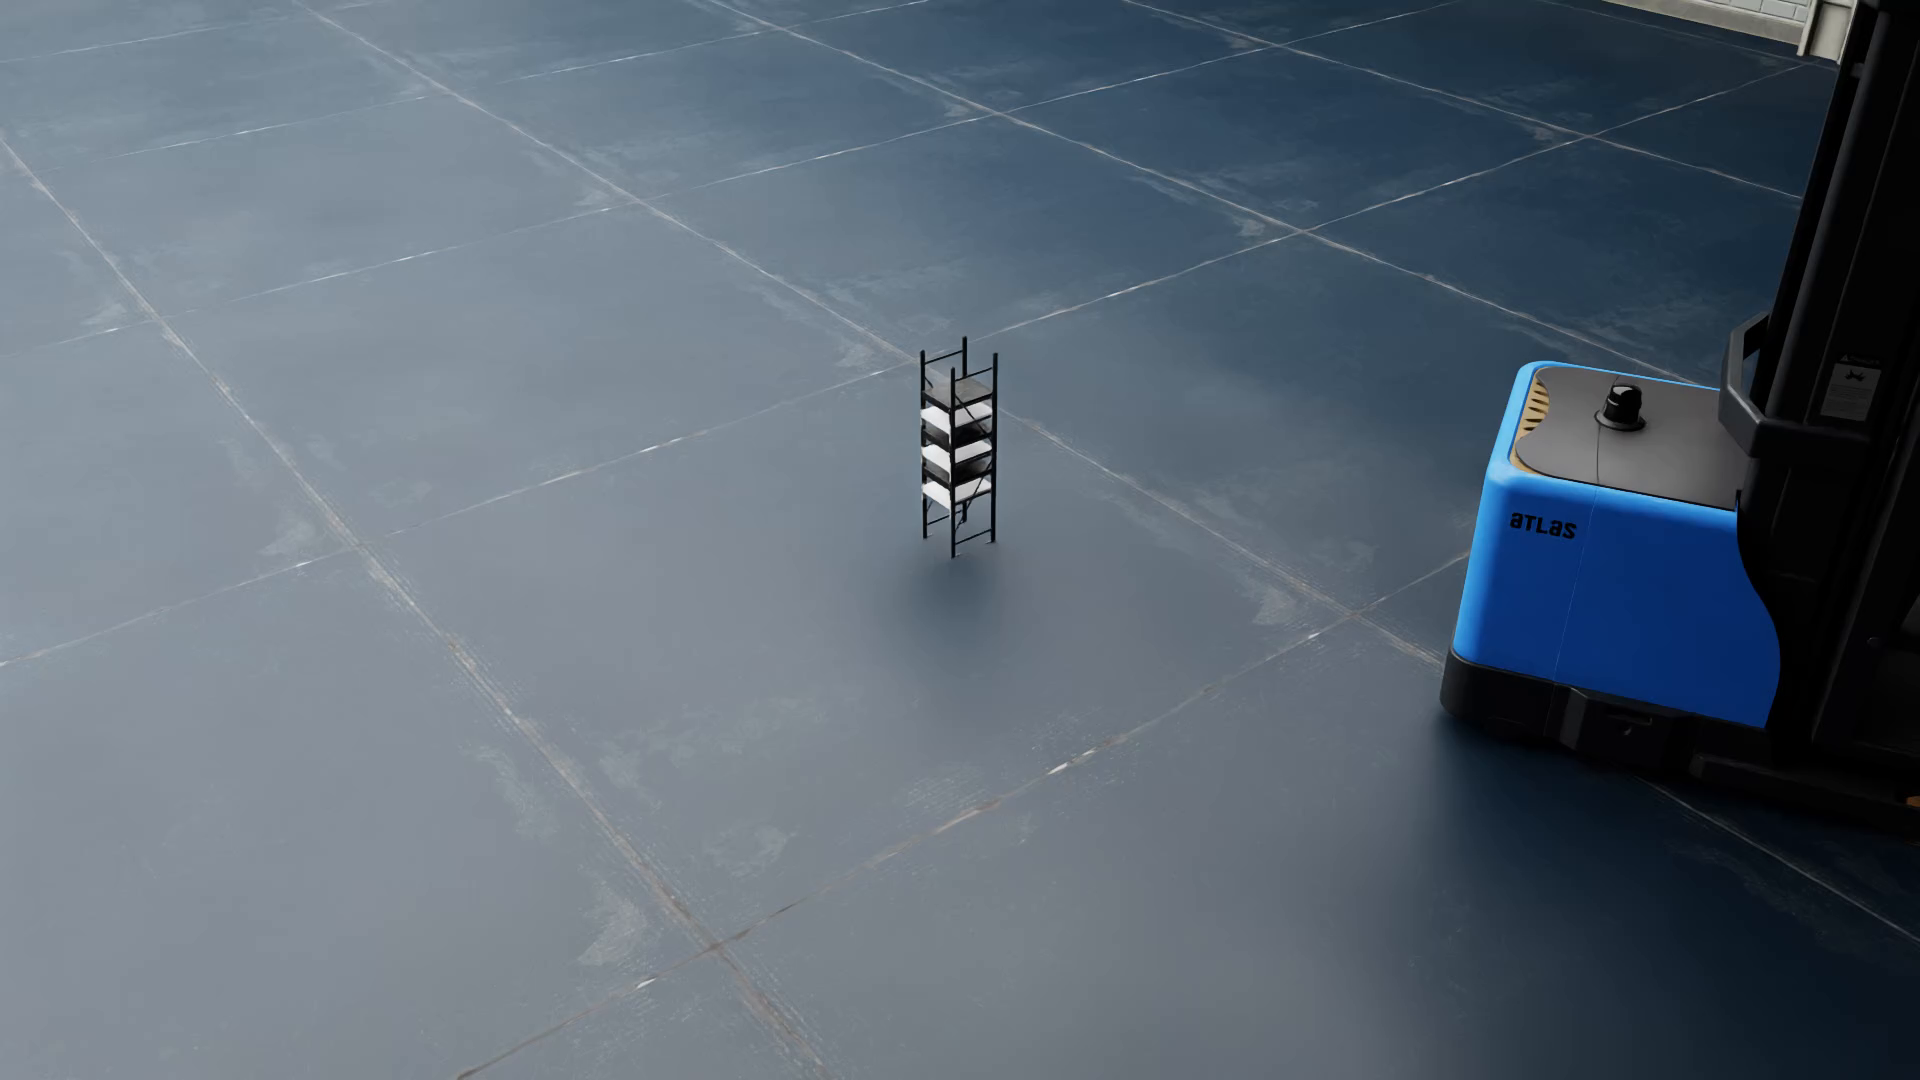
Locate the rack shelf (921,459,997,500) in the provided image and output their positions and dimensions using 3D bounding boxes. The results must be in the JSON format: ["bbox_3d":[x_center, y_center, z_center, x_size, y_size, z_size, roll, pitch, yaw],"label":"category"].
[{"bbox_3d":[-0.005,-0.281,7.083,0.258,0.077,0.200,-22,38,-31],"label":"rack shelf"}]

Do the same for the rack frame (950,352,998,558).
[{"bbox_3d":[0.057,-0.343,6.950,0.240,0.900,0.006,-22,38,-31],"label":"rack frame"}]

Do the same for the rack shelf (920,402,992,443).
[{"bbox_3d":[-0.005,-0.510,6.941,0.258,0.077,0.200,-22,38,-31],"label":"rack shelf"}]

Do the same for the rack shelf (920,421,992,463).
[{"bbox_3d":[-0.005,-0.434,6.988,0.258,0.077,0.200,-22,38,-31],"label":"rack shelf"}]

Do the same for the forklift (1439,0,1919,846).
[{"bbox_3d":[3.341,-0.495,5.270,3.031,2.935,1.130,13,34,19],"label":"forklift"}]

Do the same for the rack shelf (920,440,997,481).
[{"bbox_3d":[-0.005,-0.357,7.036,0.258,0.077,0.200,-22,38,-31],"label":"rack shelf"}]

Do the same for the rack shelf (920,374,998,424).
[{"bbox_3d":[-0.005,-0.587,6.893,0.258,0.077,0.200,-22,38,-31],"label":"rack shelf"}]

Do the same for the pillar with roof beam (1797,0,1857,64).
[{"bbox_3d":[3.725,-6.394,9.015,9.100,9.000,0.400,-22,38,-31],"label":"pillar with roof beam"}]

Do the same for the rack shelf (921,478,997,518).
[{"bbox_3d":[-0.005,-0.204,7.131,0.258,0.077,0.200,-22,38,-31],"label":"rack shelf"}]

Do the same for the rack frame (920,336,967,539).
[{"bbox_3d":[-0.067,-0.428,7.086,0.240,0.900,0.006,-22,38,-31],"label":"rack frame"}]

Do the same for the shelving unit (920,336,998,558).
[{"bbox_3d":[-0.005,-0.386,7.018,0.258,0.900,0.210,-22,38,-31],"label":"shelving unit"}]
